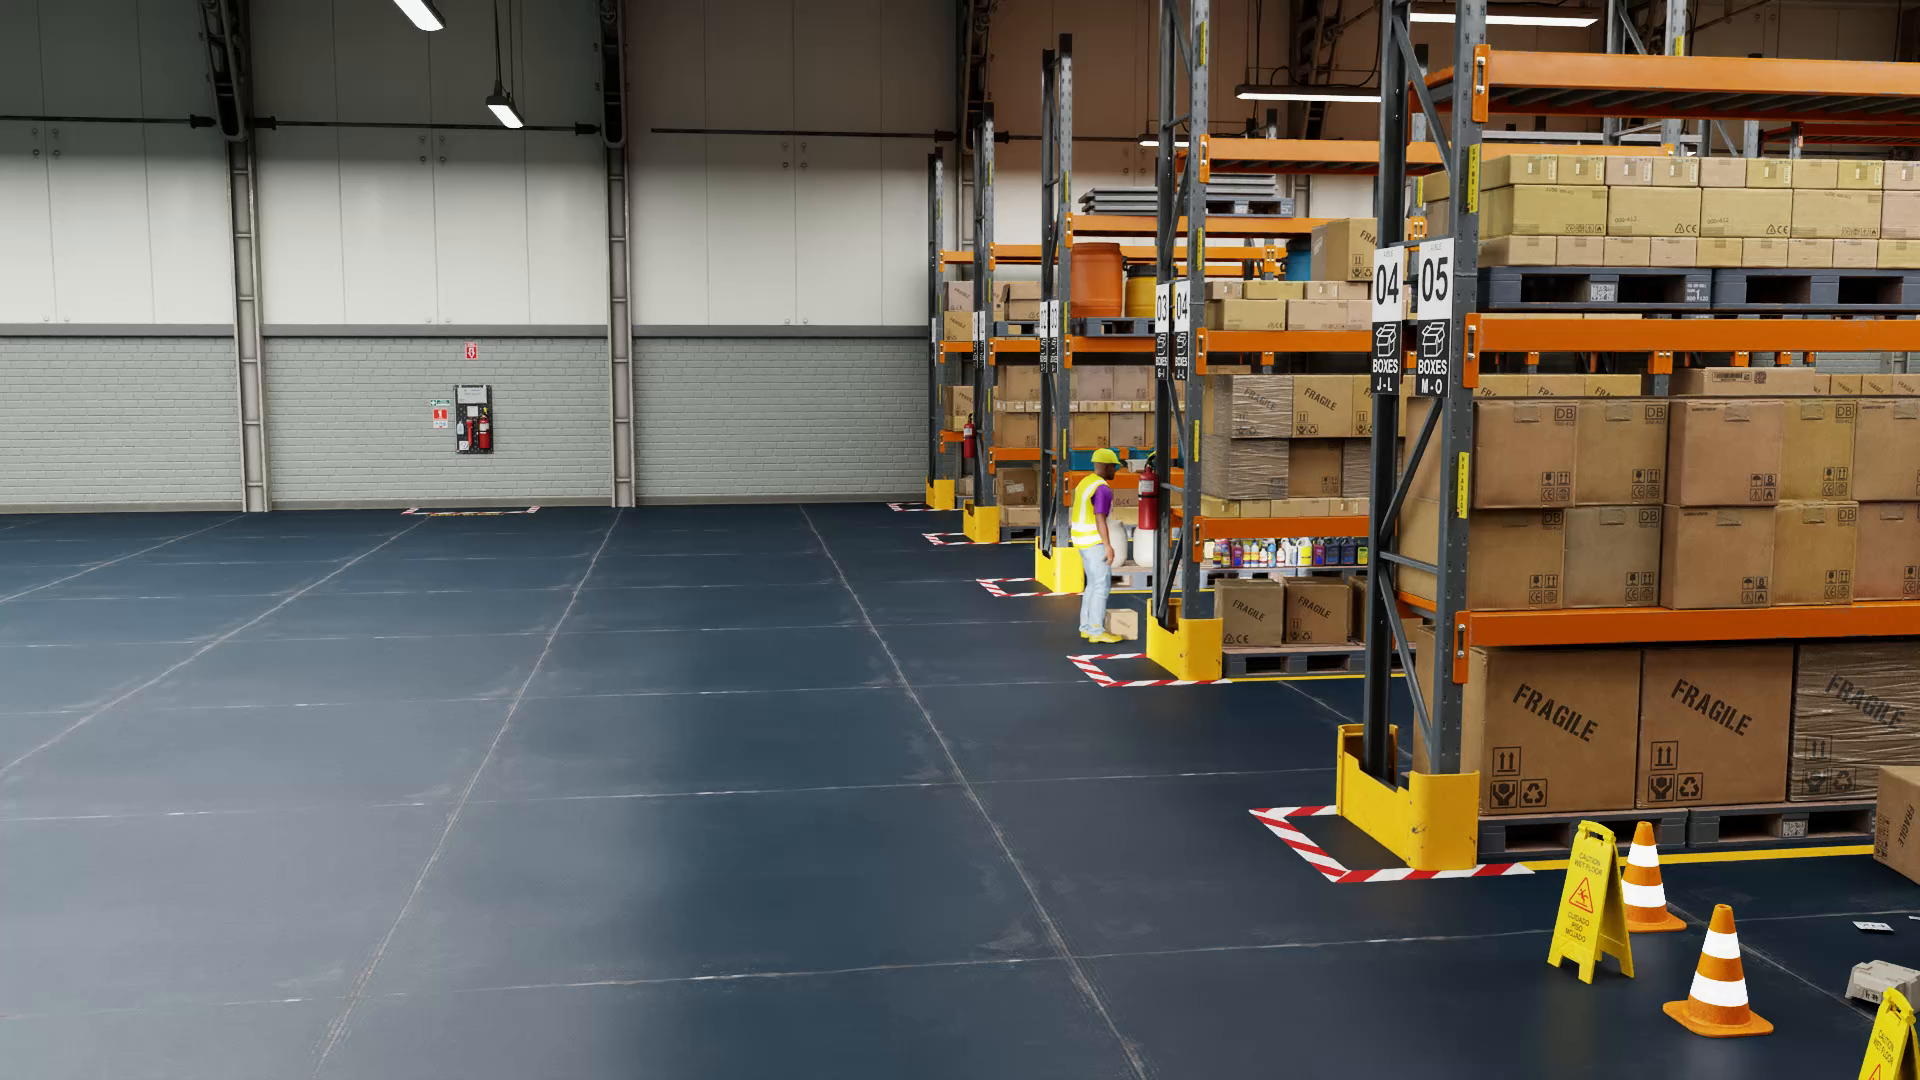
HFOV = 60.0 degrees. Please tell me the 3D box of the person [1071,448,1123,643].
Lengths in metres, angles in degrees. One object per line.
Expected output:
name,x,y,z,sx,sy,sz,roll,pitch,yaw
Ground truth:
person,1.268,0.038,15.299,0.462,1.759,0.633,-1,7,-12
